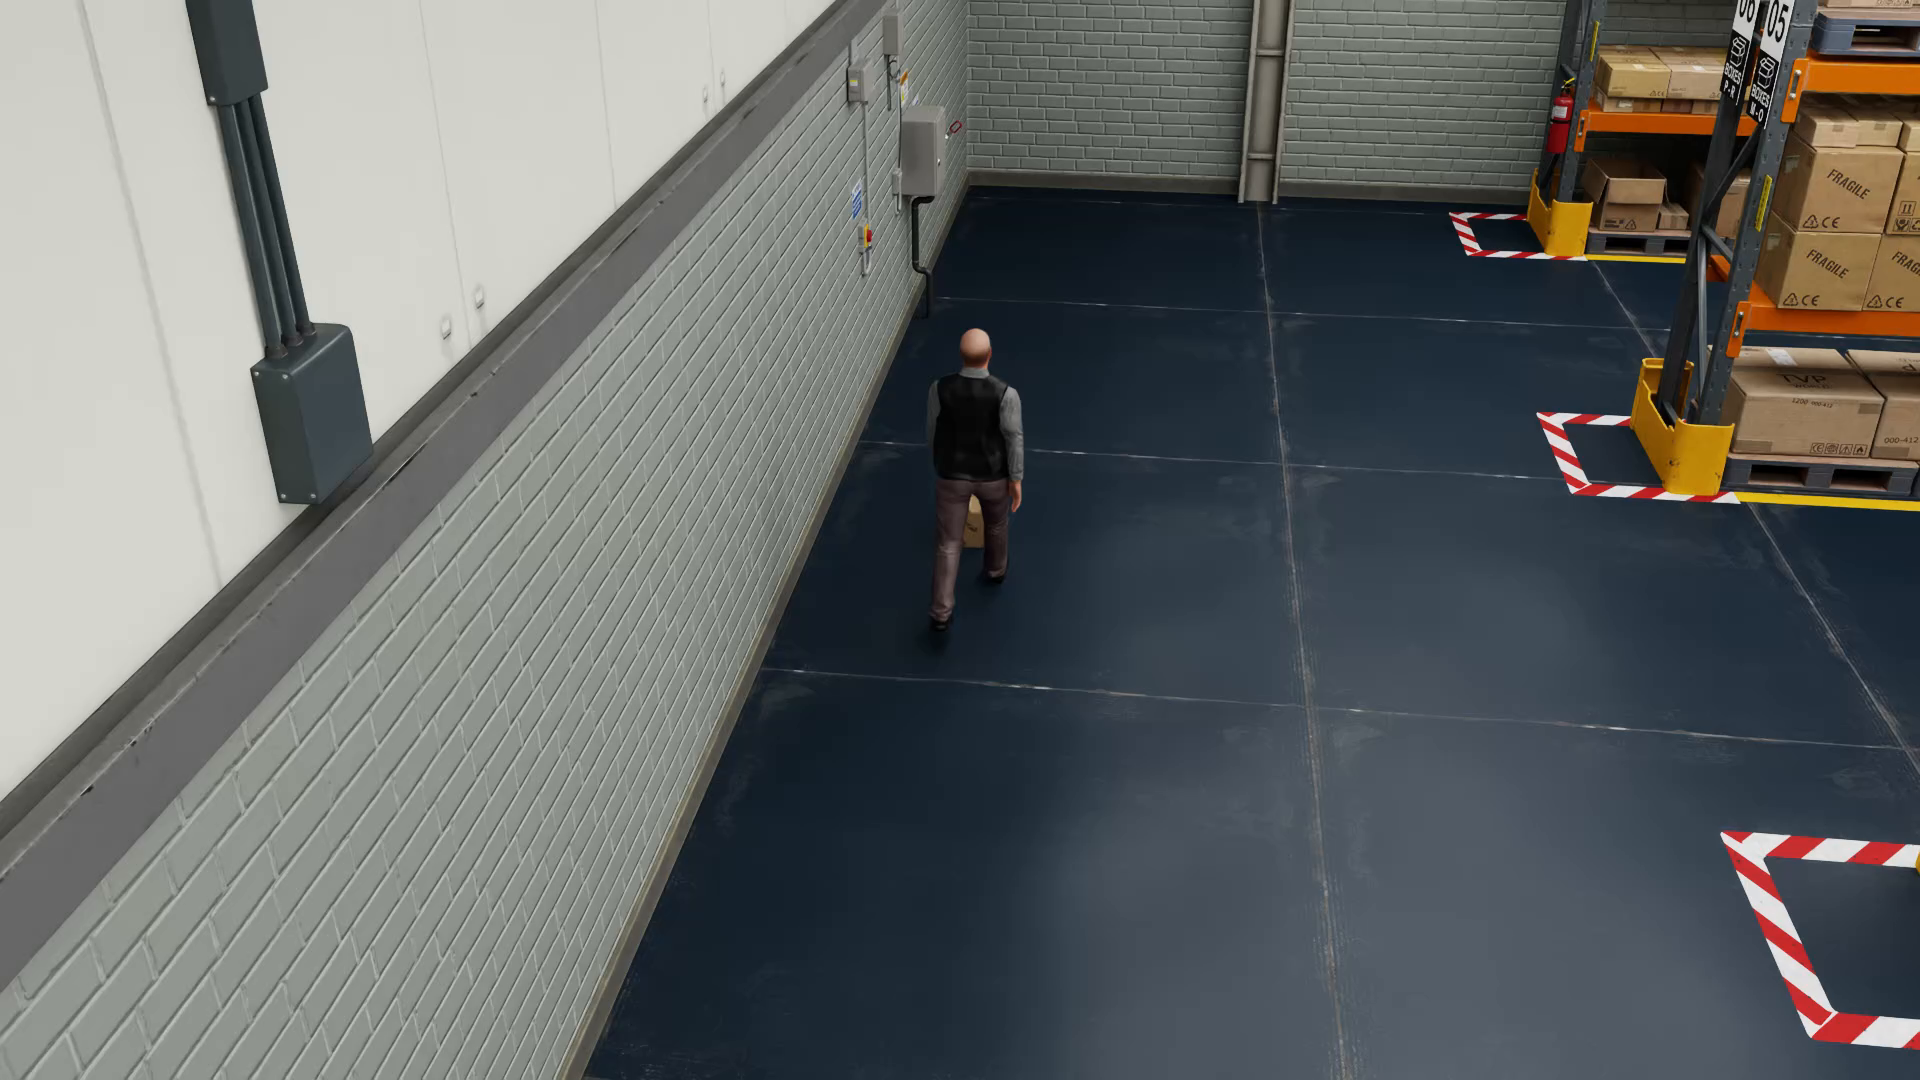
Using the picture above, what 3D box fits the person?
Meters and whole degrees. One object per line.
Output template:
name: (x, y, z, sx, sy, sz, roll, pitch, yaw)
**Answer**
person: (0.081, -0.373, 9.370, 0.559, 1.682, 1.047, 2, 28, 4)
